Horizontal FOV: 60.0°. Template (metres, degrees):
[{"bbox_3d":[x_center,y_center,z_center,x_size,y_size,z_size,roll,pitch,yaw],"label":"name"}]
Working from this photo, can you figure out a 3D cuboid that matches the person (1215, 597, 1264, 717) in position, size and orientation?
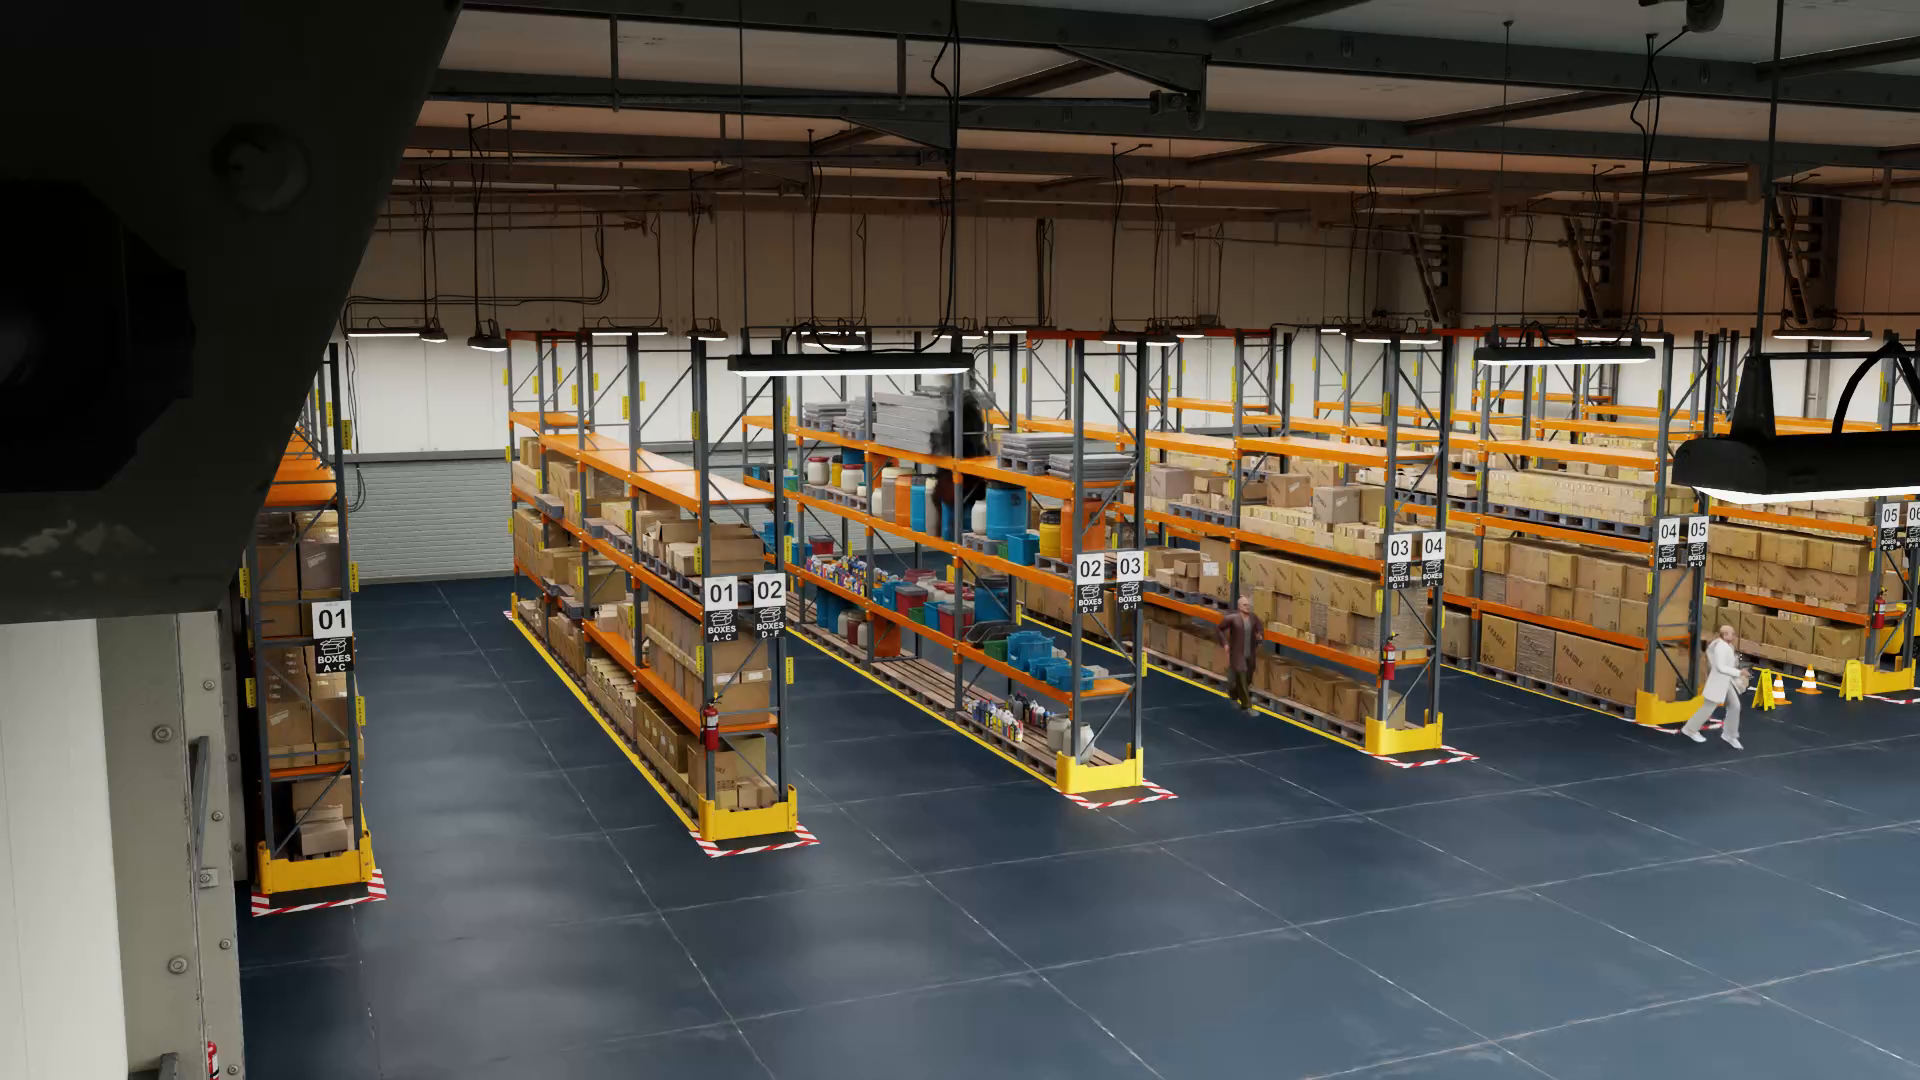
[{"bbox_3d":[4.267,1.754,25.132,0.708,1.807,0.897,-3,8,-23],"label":"person"}]

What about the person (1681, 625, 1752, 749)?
[{"bbox_3d":[11.094,2.158,24.329,0.935,1.864,0.700,6,10,38],"label":"person"}]
